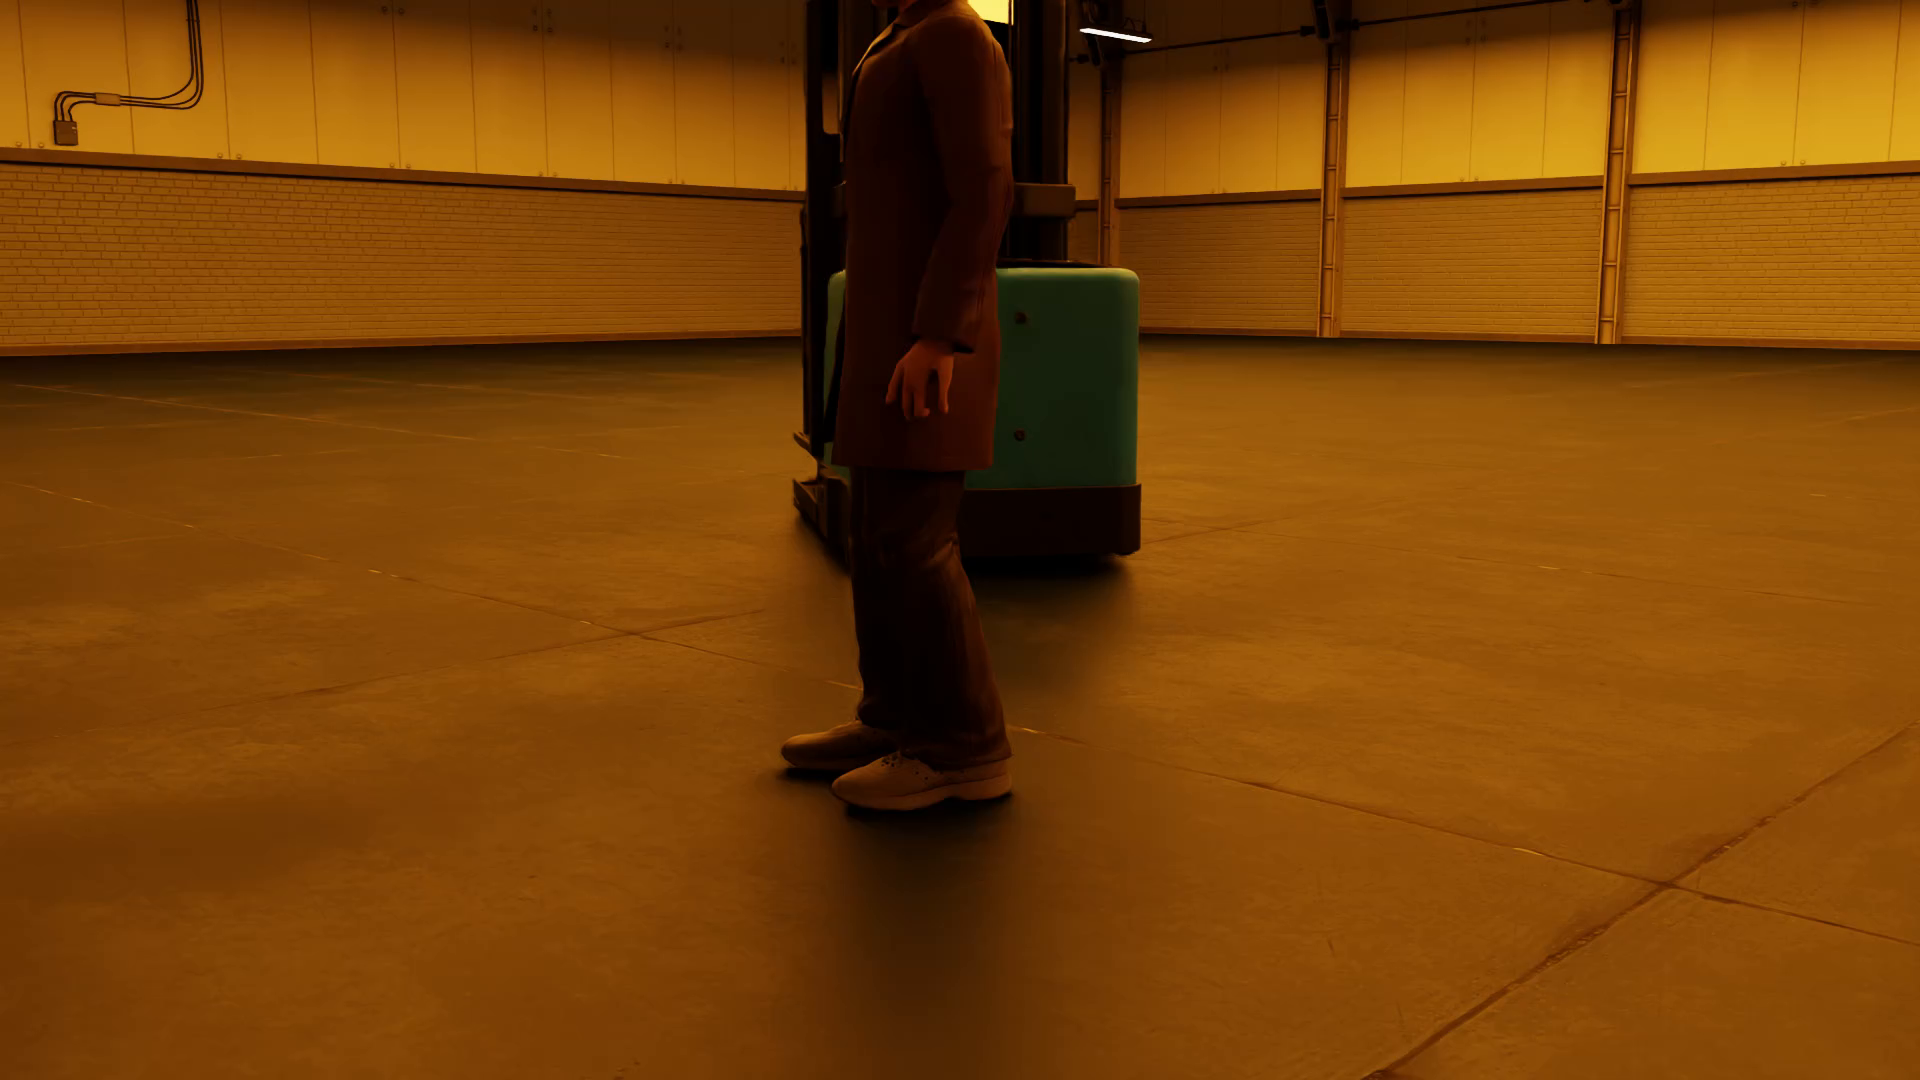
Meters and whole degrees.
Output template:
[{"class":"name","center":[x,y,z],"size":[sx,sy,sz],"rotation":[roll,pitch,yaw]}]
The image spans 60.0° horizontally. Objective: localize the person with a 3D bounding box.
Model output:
[{"class":"person","center":[-0.130,-0.376,3.247],"size":[0.456,1.778,0.705],"rotation":[-1,9,-8]}]

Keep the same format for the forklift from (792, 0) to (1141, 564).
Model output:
[{"class":"forklift","center":[-0.142,-1.540,7.103],"size":[1.130,2.935,3.031],"rotation":[-2,9,-11]}]
